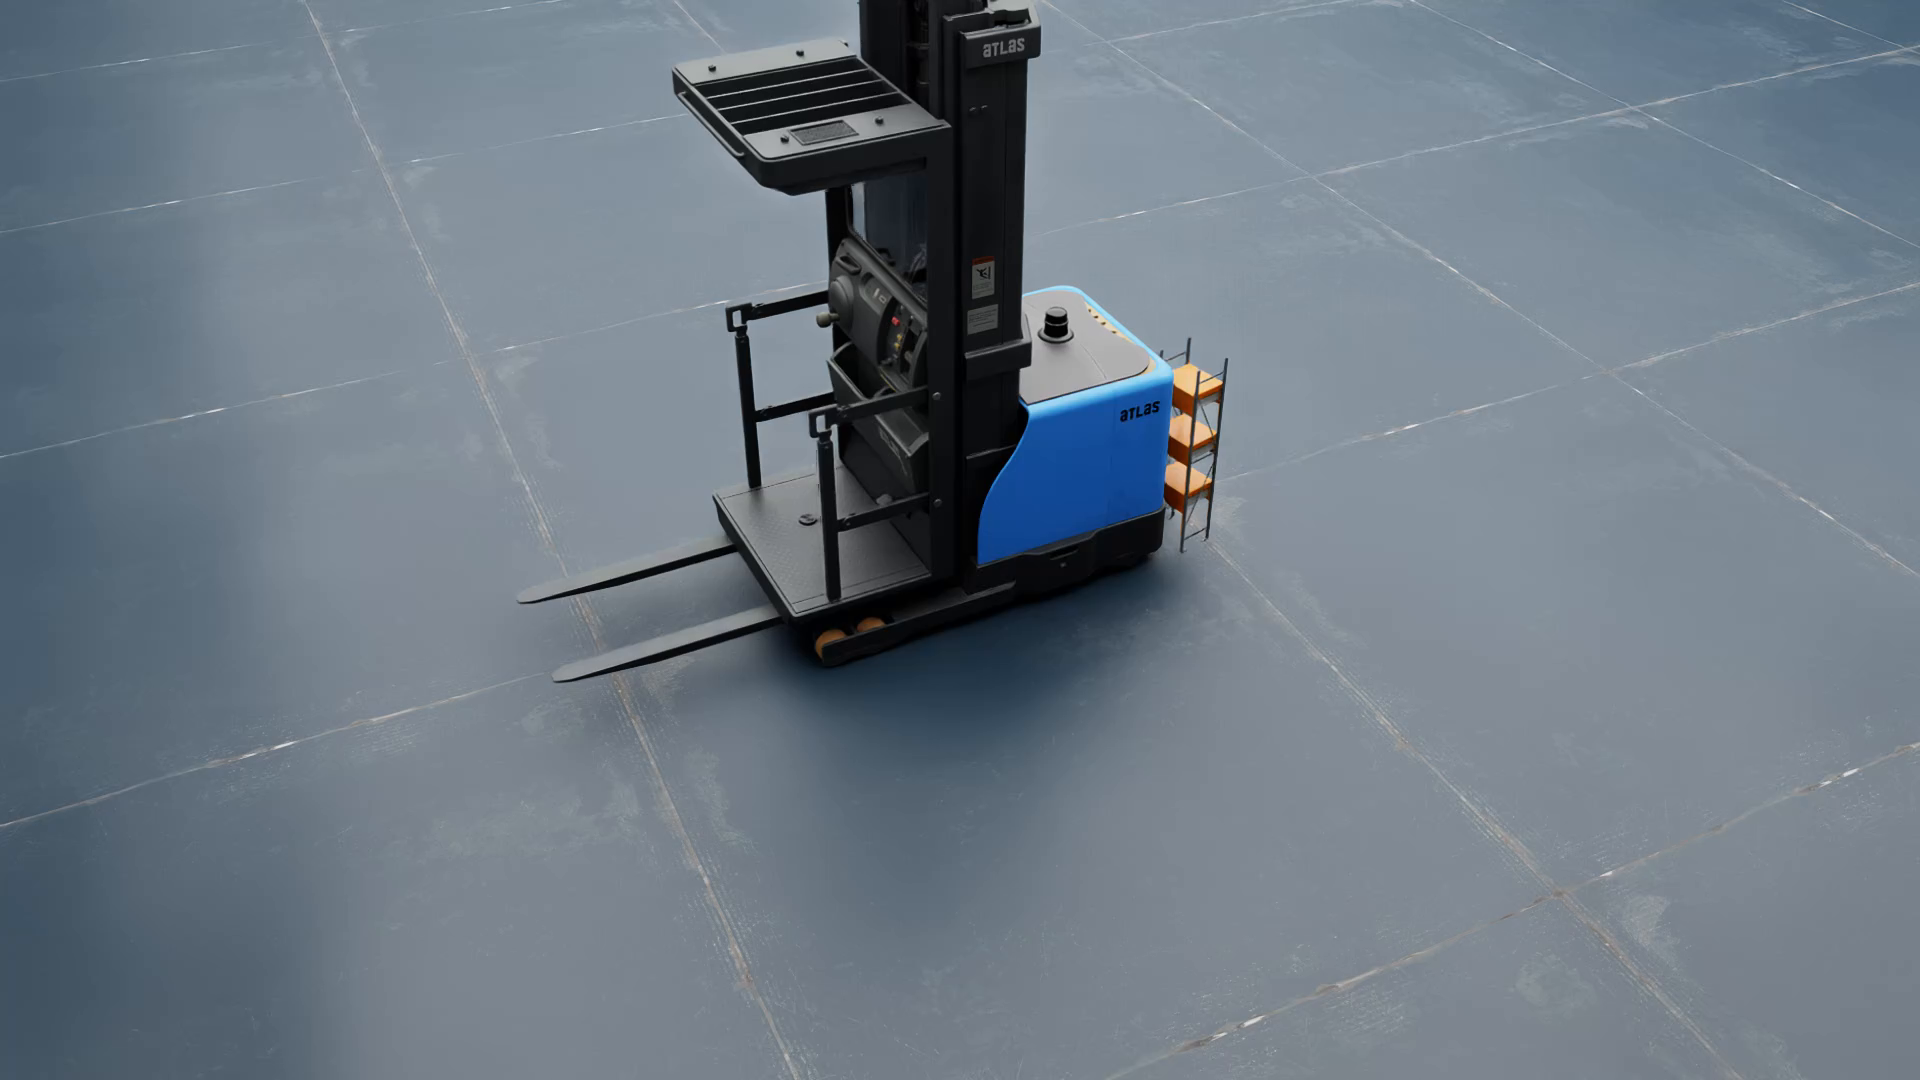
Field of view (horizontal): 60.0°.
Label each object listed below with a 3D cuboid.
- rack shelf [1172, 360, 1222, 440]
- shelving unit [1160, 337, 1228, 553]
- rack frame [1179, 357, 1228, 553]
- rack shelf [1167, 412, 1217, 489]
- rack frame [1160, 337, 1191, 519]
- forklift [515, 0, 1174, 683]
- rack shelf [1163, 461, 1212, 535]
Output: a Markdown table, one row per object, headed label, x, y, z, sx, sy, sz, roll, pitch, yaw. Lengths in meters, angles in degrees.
| label | x | y | z | sx | sy | sz | roll | pitch | yaw |
| --- | --- | --- | --- | --- | --- | --- | --- | --- | --- |
| rack shelf | 1.100 | -0.671 | 7.958 | 0.215 | 0.259 | 0.240 | -25 | 44 | -30 |
| shelving unit | 1.100 | -0.452 | 8.121 | 0.215 | 1.050 | 0.252 | -25 | 44 | -30 |
| rack frame | 1.176 | -0.395 | 8.044 | 0.200 | 1.050 | 0.008 | -25 | 44 | -30 |
| rack shelf | 1.100 | -0.443 | 8.127 | 0.215 | 0.259 | 0.240 | -25 | 44 | -30 |
| rack frame | 1.024 | -0.509 | 8.198 | 0.200 | 1.050 | 0.008 | -25 | 44 | -30 |
| forklift | -0.548 | -0.963 | 7.231 | 3.031 | 2.935 | 1.130 | -17 | 40 | -21 |
| rack shelf | 1.100 | -0.220 | 8.293 | 0.215 | 0.259 | 0.240 | -25 | 44 | -30 |
